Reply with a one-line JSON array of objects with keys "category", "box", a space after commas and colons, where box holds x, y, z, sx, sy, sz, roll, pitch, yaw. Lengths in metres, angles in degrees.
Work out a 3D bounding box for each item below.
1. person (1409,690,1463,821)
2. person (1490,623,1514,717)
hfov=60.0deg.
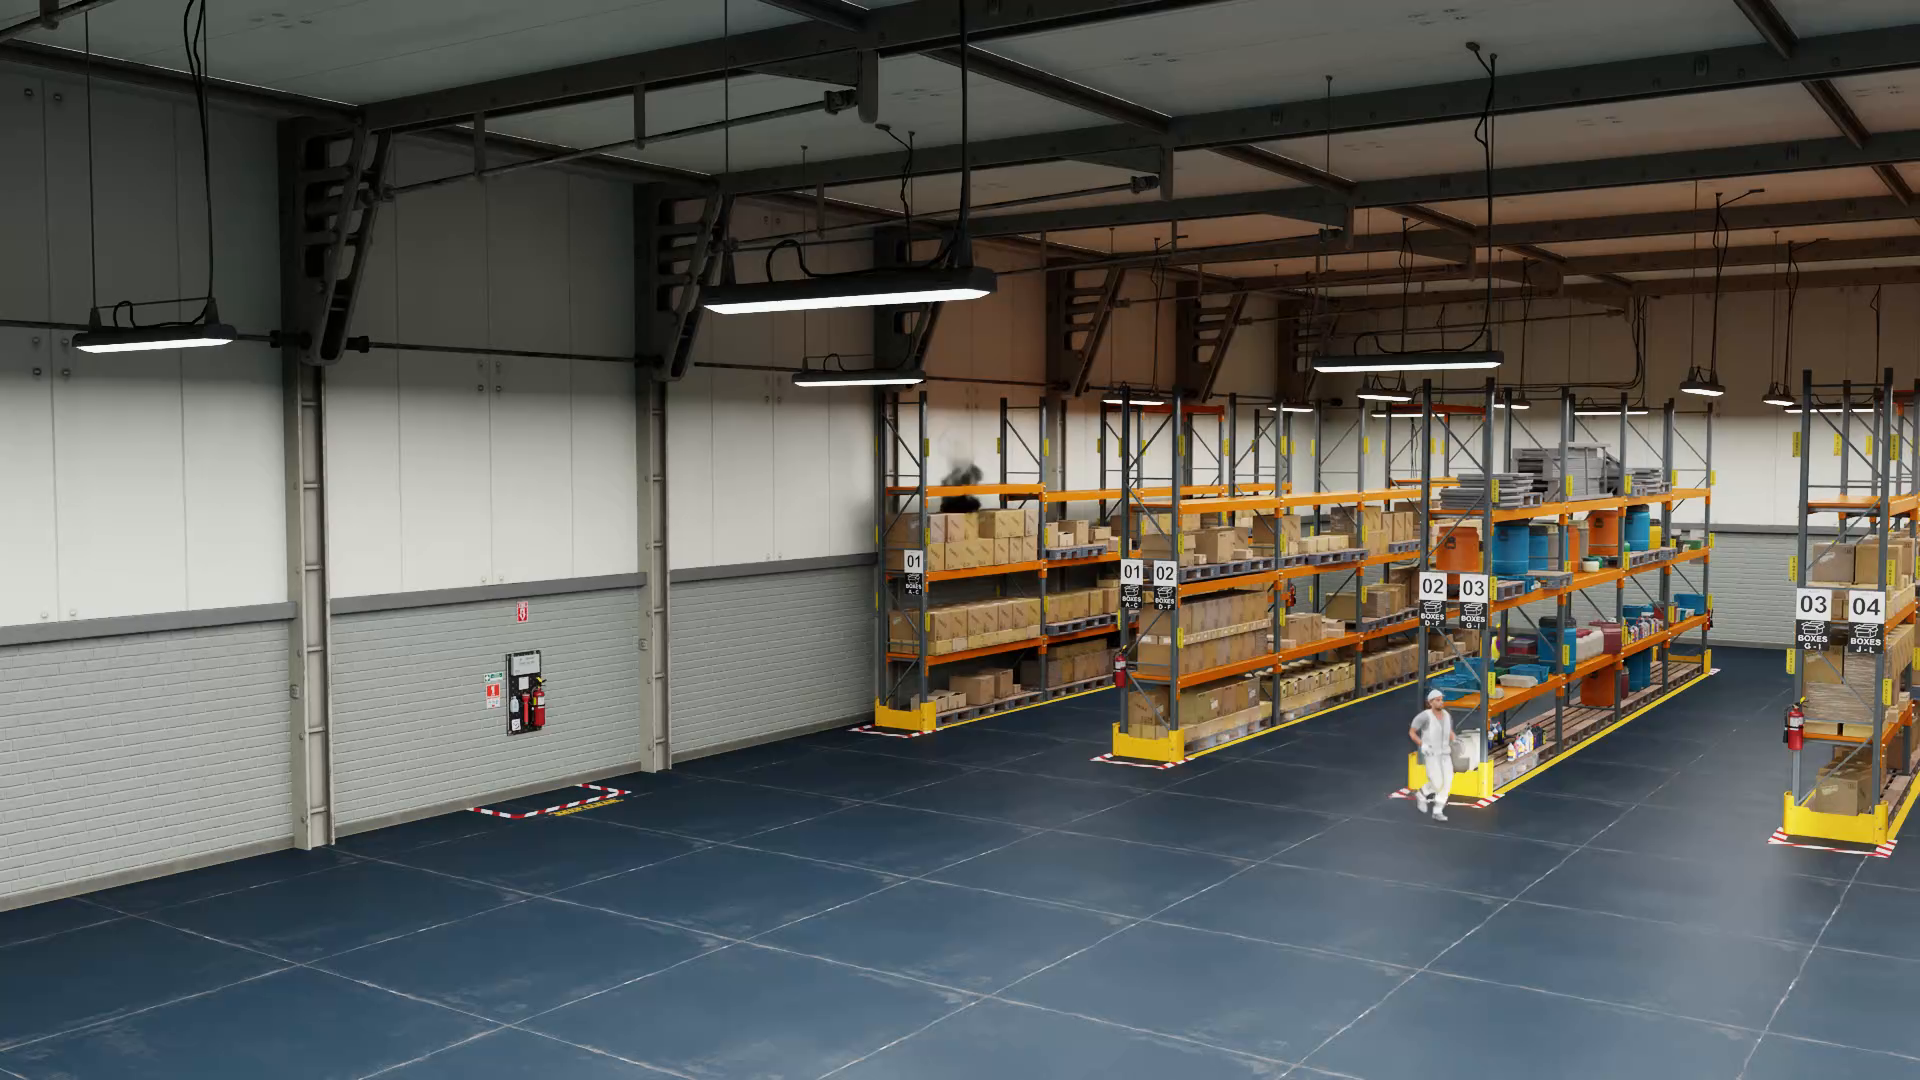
[{"category": "person", "box": [6.394, 2.887, 22.405, 0.685, 1.749, 0.595, -1, 3, -20]}, {"category": "person", "box": [10.173, 2.411, 31.158, 0.717, 1.752, 0.820, 2, 4, 38]}]
